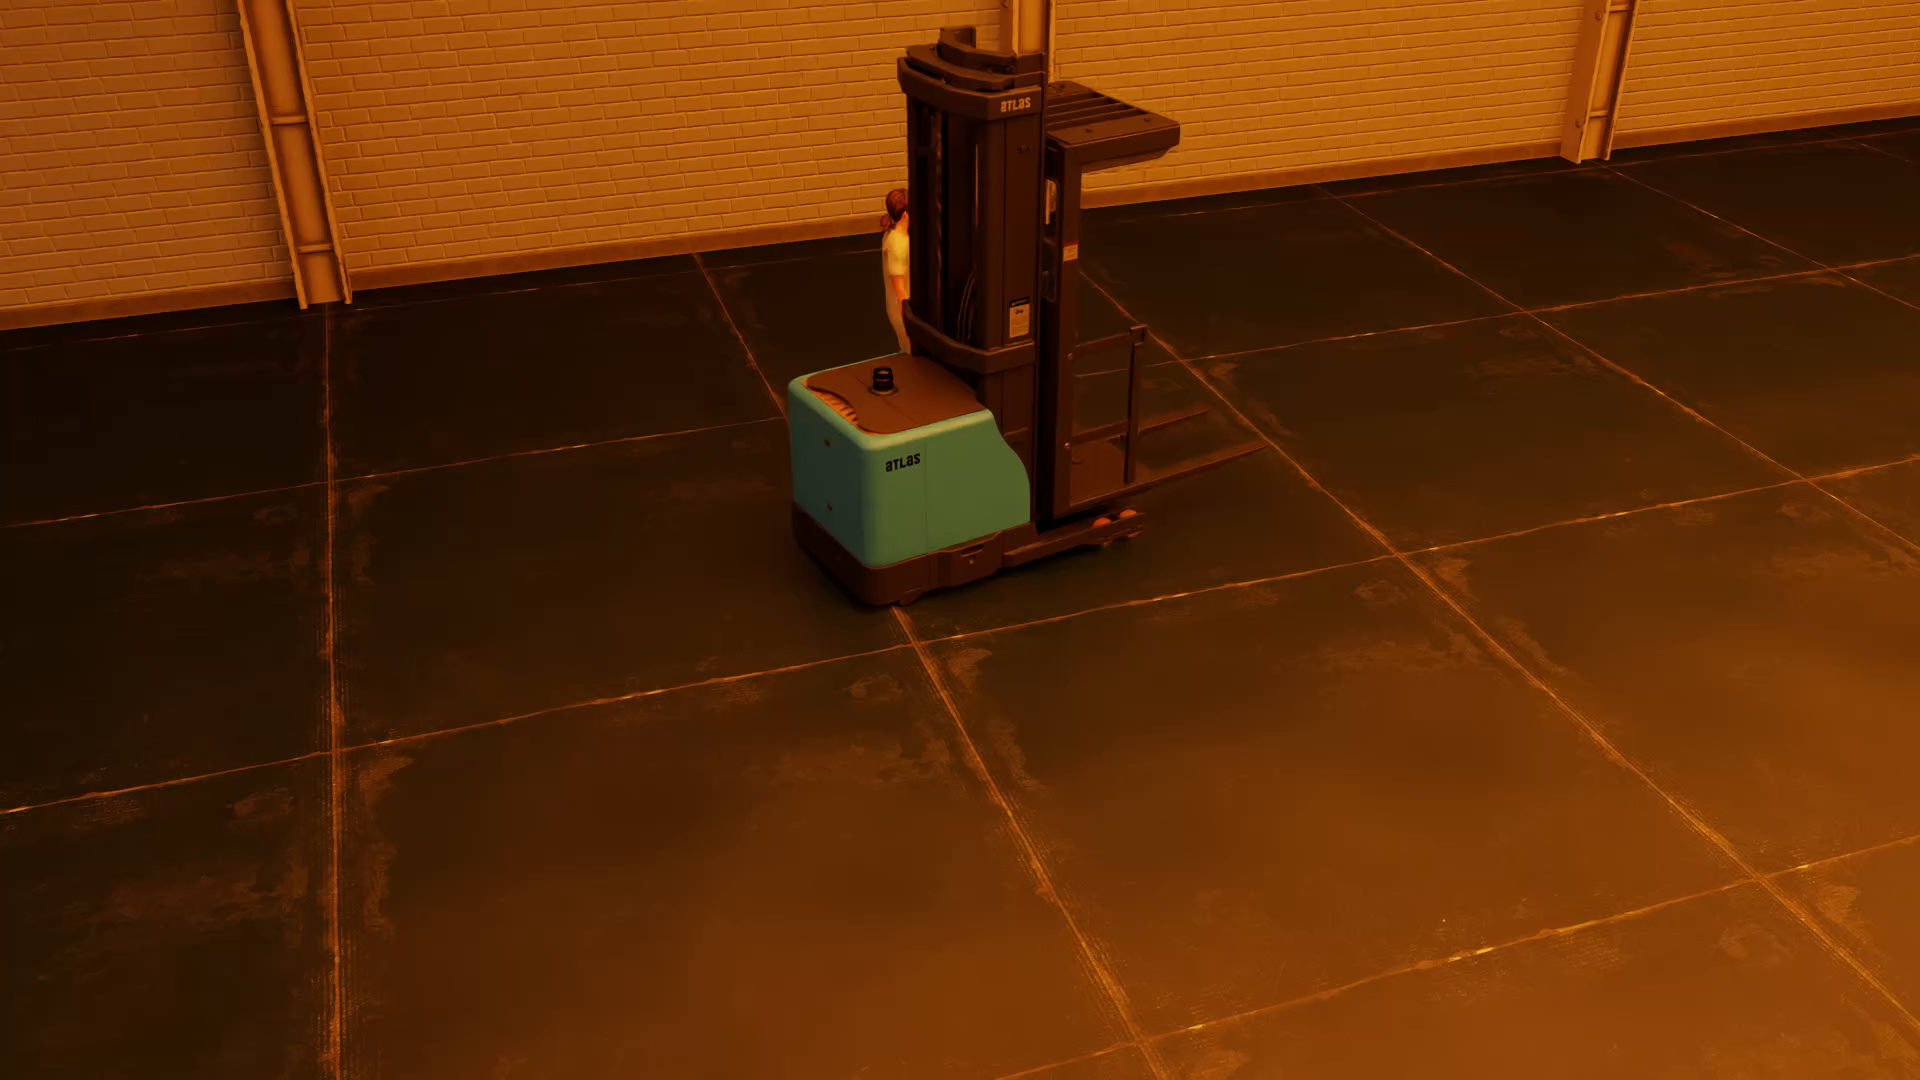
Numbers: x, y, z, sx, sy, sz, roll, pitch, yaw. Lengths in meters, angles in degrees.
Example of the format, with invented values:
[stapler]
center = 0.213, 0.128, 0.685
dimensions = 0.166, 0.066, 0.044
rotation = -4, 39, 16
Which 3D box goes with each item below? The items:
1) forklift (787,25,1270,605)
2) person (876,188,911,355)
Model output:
[forklift]
center = 0.523, -1.442, 9.593
dimensions = 3.031, 2.935, 1.130
rotation = -17, 34, -27
[person]
center = -0.302, -1.500, 10.957
dimensions = 0.466, 1.674, 0.558
rotation = -3, 30, -5
